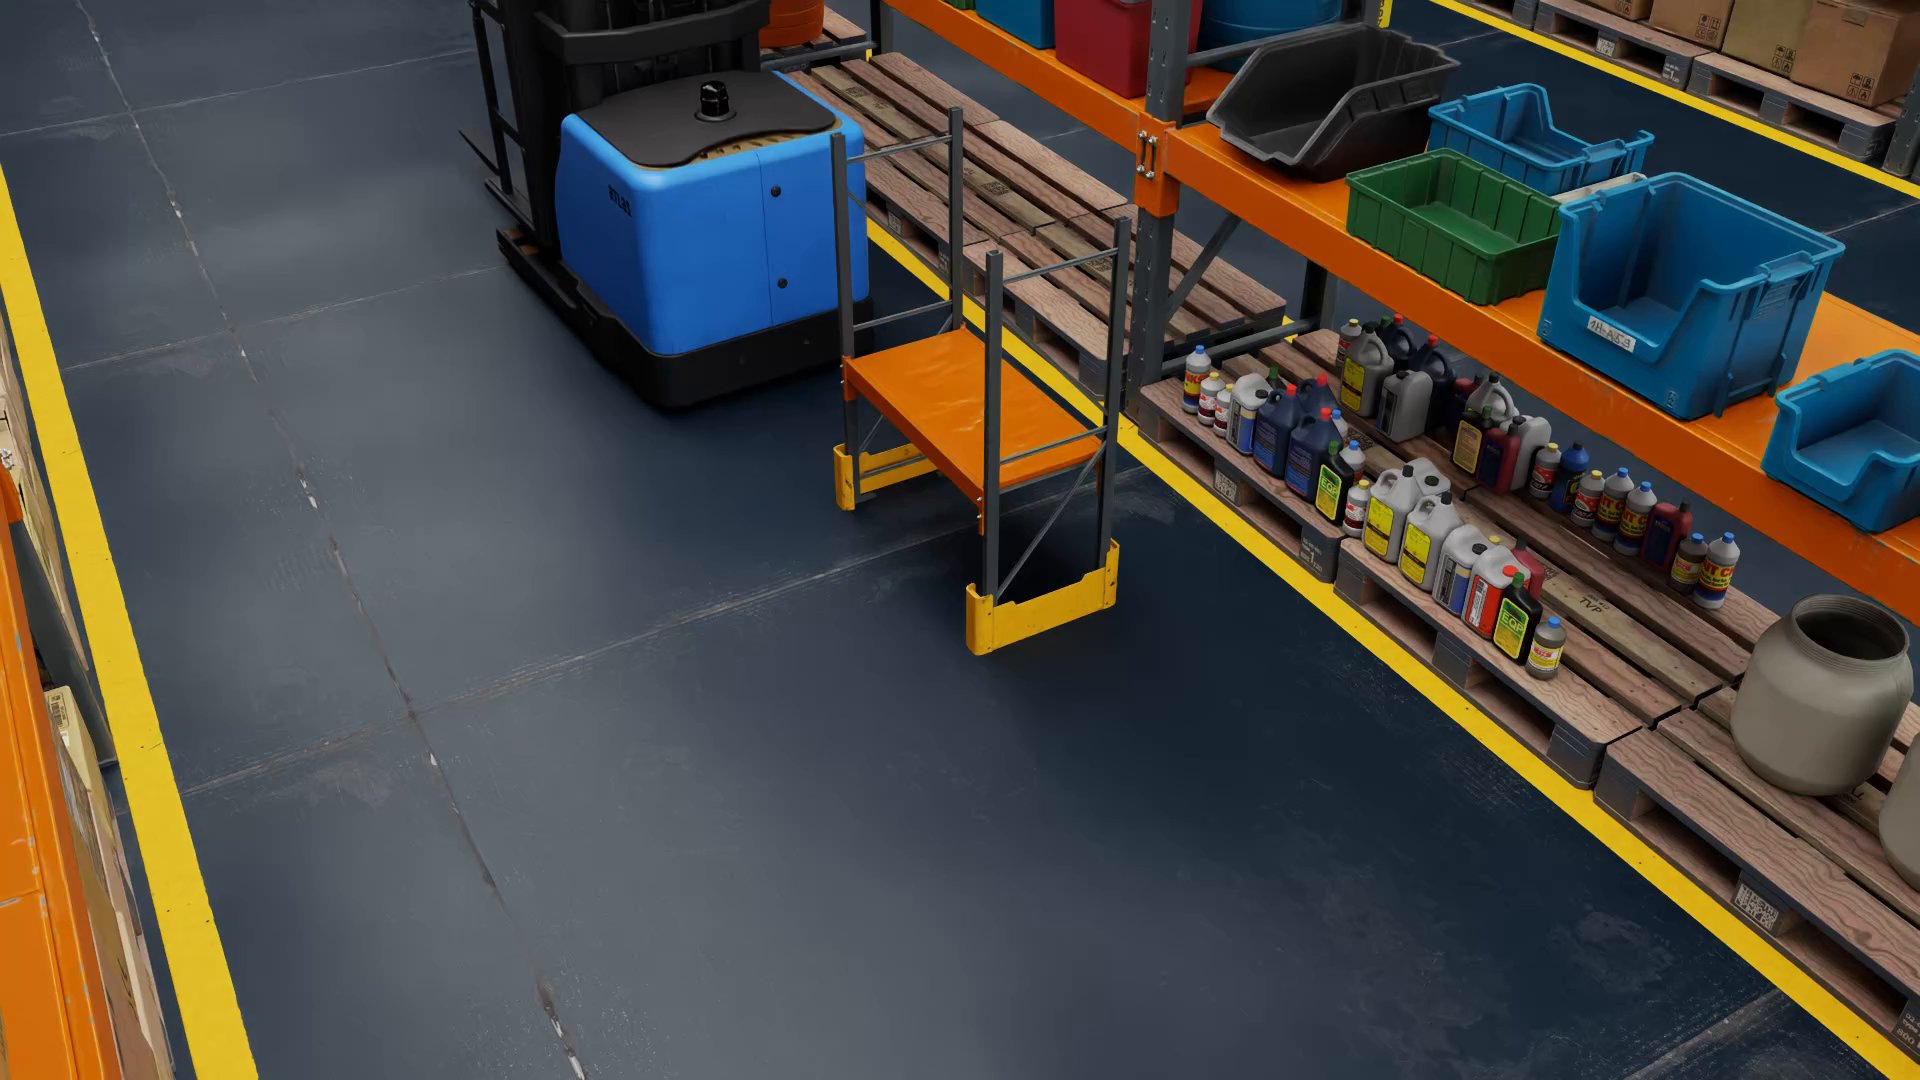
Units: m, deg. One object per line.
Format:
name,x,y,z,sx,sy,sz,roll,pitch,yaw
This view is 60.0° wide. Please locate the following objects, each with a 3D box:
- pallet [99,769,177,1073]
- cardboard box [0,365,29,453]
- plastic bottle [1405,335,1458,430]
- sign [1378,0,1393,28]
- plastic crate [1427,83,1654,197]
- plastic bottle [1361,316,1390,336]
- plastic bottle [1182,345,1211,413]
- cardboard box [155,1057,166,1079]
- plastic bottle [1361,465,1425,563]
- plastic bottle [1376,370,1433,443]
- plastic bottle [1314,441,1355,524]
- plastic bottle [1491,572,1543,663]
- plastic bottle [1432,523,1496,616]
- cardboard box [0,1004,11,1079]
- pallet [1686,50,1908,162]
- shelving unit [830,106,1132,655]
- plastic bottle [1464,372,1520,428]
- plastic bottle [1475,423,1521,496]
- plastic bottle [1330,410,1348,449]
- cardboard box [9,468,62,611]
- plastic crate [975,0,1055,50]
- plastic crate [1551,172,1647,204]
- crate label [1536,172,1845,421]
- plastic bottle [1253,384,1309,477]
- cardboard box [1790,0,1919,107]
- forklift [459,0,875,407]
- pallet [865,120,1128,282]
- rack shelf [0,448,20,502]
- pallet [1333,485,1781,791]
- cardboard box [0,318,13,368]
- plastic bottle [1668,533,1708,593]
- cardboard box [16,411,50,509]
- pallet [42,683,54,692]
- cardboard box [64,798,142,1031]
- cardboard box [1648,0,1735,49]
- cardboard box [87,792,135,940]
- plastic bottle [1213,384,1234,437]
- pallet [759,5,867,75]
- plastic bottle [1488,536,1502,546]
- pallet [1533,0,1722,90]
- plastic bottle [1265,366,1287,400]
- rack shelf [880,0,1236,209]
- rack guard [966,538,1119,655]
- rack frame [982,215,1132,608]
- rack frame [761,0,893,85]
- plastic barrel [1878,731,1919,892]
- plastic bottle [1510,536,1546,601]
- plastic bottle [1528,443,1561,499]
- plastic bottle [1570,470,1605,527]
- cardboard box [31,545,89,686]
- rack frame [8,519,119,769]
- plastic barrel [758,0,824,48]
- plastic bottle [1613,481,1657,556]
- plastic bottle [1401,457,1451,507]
pallet,-2.773,1.156,4.488,1.003,0.211,1.213,-19,40,-24
cardboard box,-3.637,-0.479,5.862,0.500,0.311,0.500,-20,41,-25
plastic bottle,1.817,-0.621,6.430,0.144,0.351,0.185,-21,41,-26
sign,1.629,-2.123,6.379,0.100,0.325,0.005,-19,40,-24
plastic crate,1.939,-1.310,5.627,0.499,0.251,0.616,-19,40,-24
plastic bottle,1.675,-0.787,6.715,0.061,0.283,0.133,-17,39,-22
plastic bottle,0.929,-0.637,6.520,0.097,0.271,0.097,0,36,0
cardboard box,-1.956,1.488,3.645,0.500,0.250,0.500,-19,40,-24
plastic bottle,1.503,-0.114,5.736,0.144,0.351,0.185,-19,40,-24
plastic bottle,1.702,-0.534,6.374,0.152,0.276,0.135,-19,40,-24
plastic bottle,1.337,-0.207,5.921,0.061,0.283,0.133,-17,39,-22
plastic bottle,1.782,0.244,5.302,0.061,0.283,0.133,-18,40,-23
plastic bottle,1.683,0.094,5.514,0.152,0.276,0.135,-20,41,-25
cardboard box,-1.863,0.848,2.461,0.700,0.500,0.500,-19,40,-24
pallet,5.038,-2.592,9.620,1.003,0.211,1.213,-19,40,-24
shelving unit,0.038,-0.567,5.754,0.587,1.500,1.083,-19,40,-24
plastic bottle,1.980,-0.456,6.205,0.144,0.351,0.185,-19,40,-24
plastic bottle,1.966,-0.313,6.066,0.061,0.283,0.133,-19,40,-24
plastic bottle,1.372,-0.357,6.136,0.097,0.271,0.097,0,36,0
cardboard box,-3.129,0.042,5.150,0.500,0.311,0.500,-19,40,-24
plastic crate,0.325,-2.318,6.894,0.392,0.384,0.575,-19,40,-24
plastic crate,2.183,-0.995,5.292,0.530,0.136,0.437,-19,40,-24
crate label,1.999,-0.687,4.617,0.502,0.435,0.616,-19,40,-24
plastic bottle,1.195,-0.427,6.165,0.144,0.351,0.185,-18,40,-23
cardboard box,5.141,-2.809,9.300,0.700,0.500,0.500,-22,42,-27
forklift,-1.589,-2.570,7.284,1.130,2.935,3.031,-21,41,-26
pallet,0.103,-1.740,8.453,1.003,0.211,1.213,-19,40,-24
rack shelf,-4.141,-1.118,5.847,1.077,0.370,4.000,-19,40,-24
pallet,2.067,0.250,5.729,1.003,0.211,1.213,-19,40,-24
cardboard box,-4.159,-0.772,6.739,0.500,0.250,0.500,-18,40,-23
plastic bottle,2.464,0.068,5.613,0.097,0.201,0.097,0,36,0
cardboard box,-3.643,-0.251,6.025,0.500,0.250,0.500,-20,41,-25
pallet,-3.540,0.374,5.559,1.003,0.211,1.213,-19,40,-24
cardboard box,-2.219,0.934,3.768,0.500,0.500,0.500,-19,40,-24
cardboard box,4.636,-3.343,10.031,0.700,0.500,0.500,-23,42,-28
cardboard box,-2.472,0.982,4.337,0.500,0.250,0.500,-19,40,-24
plastic bottle,1.031,-0.506,6.398,0.097,0.201,0.097,0,36,0
pallet,-1.294,-3.158,10.394,1.003,0.211,1.213,-19,40,-24
plastic bottle,1.782,0.078,5.600,0.097,0.201,0.097,0,36,0
pallet,4.421,-3.215,10.473,1.003,0.211,1.213,-19,40,-24
plastic bottle,1.207,-0.517,6.345,0.061,0.283,0.133,-19,40,-24
rack shelf,0.143,-2.583,7.854,1.077,0.370,4.000,-19,40,-24
rack guard,0.289,0.192,5.775,0.587,0.250,0.087,-19,40,-24
rack frame,0.298,-0.303,5.393,0.500,1.500,0.032,-19,40,-24
rack frame,-0.861,-3.894,9.038,1.000,3.000,0.127,-19,40,-24
plastic barrel,2.761,0.708,4.491,0.421,0.512,0.421,0,36,0
plastic bottle,1.845,0.130,5.459,0.061,0.283,0.133,-19,40,-24
plastic bottle,2.141,-0.260,6.062,0.097,0.201,0.097,0,36,0
plastic bottle,2.244,-0.155,5.919,0.097,0.201,0.097,0,36,0
cardboard box,-3.125,0.274,5.307,0.500,0.250,0.500,-20,41,-25
rack frame,-3.136,-0.388,4.238,1.000,3.000,0.127,-19,40,-24
plastic barrel,-1.122,-3.432,9.889,0.600,0.830,0.708,-19,40,-24
plastic bottle,2.344,-0.082,5.759,0.097,0.271,0.097,0,36,0
plastic bottle,1.619,-0.141,5.836,0.152,0.276,0.135,-19,40,-24
